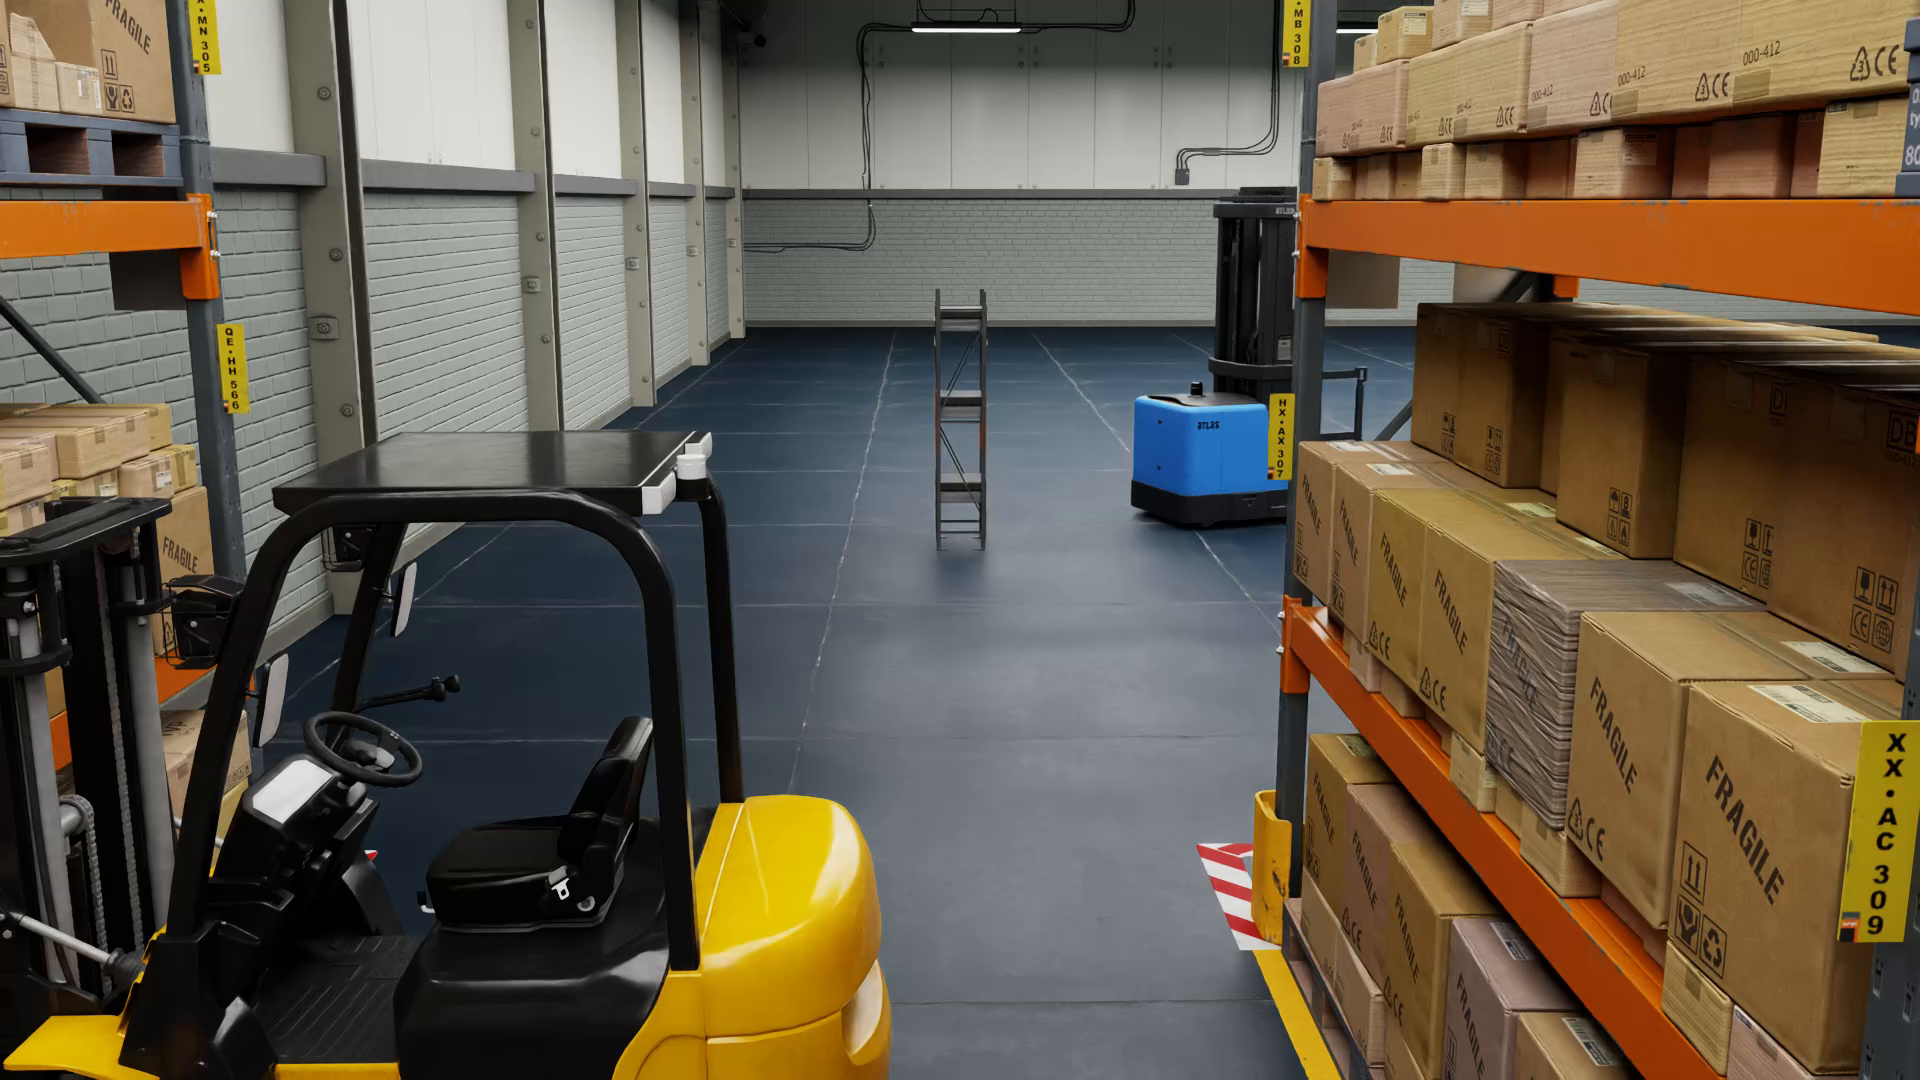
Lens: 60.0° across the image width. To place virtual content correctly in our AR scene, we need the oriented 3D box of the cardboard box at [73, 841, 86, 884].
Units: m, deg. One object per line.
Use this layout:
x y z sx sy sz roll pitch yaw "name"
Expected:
-2.853 0.999 4.935 0.500 0.250 0.500 0 11 0 "cardboard box"

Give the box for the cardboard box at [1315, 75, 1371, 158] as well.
1.496 -1.407 5.535 0.500 0.250 0.500 0 11 -2 "cardboard box"

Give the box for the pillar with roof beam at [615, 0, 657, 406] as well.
-0.165 -6.338 22.669 9.100 9.000 0.400 0 11 -1 "pillar with roof beam"

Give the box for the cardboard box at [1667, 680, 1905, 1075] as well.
1.577 0.547 2.817 0.500 0.500 0.500 -1 11 -3 "cardboard box"

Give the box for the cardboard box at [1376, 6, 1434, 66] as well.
1.450 -1.482 4.901 0.380 0.149 0.250 0 11 -1 "cardboard box"

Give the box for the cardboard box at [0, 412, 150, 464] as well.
-2.957 -0.338 5.550 0.380 0.149 0.250 0 11 -1 "cardboard box"

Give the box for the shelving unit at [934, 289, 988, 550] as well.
0.003 -0.996 13.688 0.431 2.100 0.503 0 11 -1 "shelving unit"

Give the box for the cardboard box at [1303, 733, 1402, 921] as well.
1.493 0.975 5.684 0.500 0.500 0.500 -1 11 -3 "cardboard box"

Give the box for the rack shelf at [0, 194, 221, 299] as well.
-3.170 -0.665 4.055 1.077 0.370 4.000 0 11 -1 "rack shelf"

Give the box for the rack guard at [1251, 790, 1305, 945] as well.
1.753 1.274 6.520 1.175 0.500 0.348 0 11 -1 "rack guard"

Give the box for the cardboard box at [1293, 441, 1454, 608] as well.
1.484 -0.065 5.837 0.500 0.500 0.500 0 11 -2 "cardboard box"

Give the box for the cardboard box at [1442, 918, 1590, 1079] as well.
1.530 1.285 4.156 0.500 0.500 0.500 0 11 2 "cardboard box"

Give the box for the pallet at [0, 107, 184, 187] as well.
-3.222 -1.231 5.259 1.003 0.211 1.213 0 11 -1 "pallet"

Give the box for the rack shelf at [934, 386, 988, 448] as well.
0.003 -0.983 13.691 0.431 0.518 0.480 0 11 -1 "rack shelf"

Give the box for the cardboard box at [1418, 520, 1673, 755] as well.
1.529 0.240 4.332 0.500 0.500 0.500 0 11 -2 "cardboard box"

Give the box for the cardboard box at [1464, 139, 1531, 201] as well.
1.511 -0.936 4.218 0.380 0.149 0.250 -1 11 -3 "cardboard box"

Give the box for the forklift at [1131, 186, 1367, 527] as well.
3.138 -1.712 15.125 3.031 2.935 1.130 -5 12 -21 "forklift"

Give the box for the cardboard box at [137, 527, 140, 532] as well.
-2.937 0.206 5.246 0.500 0.500 0.500 0 11 1 "cardboard box"

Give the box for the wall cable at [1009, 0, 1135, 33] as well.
2.343 -12.503 36.725 3.097 2.526 0.112 0 11 -1 "wall cable"

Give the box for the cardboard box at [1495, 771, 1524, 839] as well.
1.523 0.637 4.007 0.380 0.149 0.250 0 11 -2 "cardboard box"

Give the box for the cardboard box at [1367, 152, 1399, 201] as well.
1.500 -1.141 5.225 0.380 0.149 0.250 0 11 0 "cardboard box"

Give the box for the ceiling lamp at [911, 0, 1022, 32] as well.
0.111 -10.818 30.069 2.000 3.185 0.800 0 11 -1 "ceiling lamp"

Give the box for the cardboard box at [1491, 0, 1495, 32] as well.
1.555 -1.329 4.149 0.380 0.149 0.250 0 11 0 "cardboard box"

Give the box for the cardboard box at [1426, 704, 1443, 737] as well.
1.559 0.483 4.765 0.380 0.149 0.250 0 11 1 "cardboard box"

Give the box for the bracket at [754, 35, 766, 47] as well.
-4.420 -11.025 36.718 0.235 0.232 0.430 0 11 -1 "bracket"

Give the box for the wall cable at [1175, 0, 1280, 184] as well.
6.035 -11.000 37.091 2.305 6.003 0.169 0 11 -1 "wall cable"

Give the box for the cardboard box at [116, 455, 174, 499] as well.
-2.889 -0.193 5.583 0.380 0.149 0.250 0 11 0 "cardboard box"

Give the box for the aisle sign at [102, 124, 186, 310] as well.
-2.919 -1.233 6.053 0.394 0.787 0.004 0 11 -1 "aisle sign"

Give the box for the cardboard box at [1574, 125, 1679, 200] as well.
1.516 -0.784 3.465 0.380 0.149 0.250 0 11 0 "cardboard box"

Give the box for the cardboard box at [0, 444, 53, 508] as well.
-2.877 -0.185 4.796 0.380 0.149 0.250 0 11 0 "cardboard box"

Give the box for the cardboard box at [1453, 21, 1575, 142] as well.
1.523 -1.102 4.033 0.500 0.250 0.500 0 11 0 "cardboard box"

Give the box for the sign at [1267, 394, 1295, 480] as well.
1.209 -0.388 6.249 0.100 0.325 0.005 0 11 -1 "sign"

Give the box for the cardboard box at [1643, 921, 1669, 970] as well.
1.584 0.788 3.262 0.380 0.149 0.250 0 11 -1 "cardboard box"

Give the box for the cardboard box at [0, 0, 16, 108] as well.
-3.037 -1.427 4.447 0.700 0.500 0.500 0 11 -1 "cardboard box"

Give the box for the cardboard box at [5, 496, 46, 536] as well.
-2.898 -0.039 4.824 0.380 0.149 0.250 -1 11 -3 "cardboard box"

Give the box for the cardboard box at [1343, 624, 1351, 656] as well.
1.496 0.329 5.525 0.380 0.149 0.250 -1 11 -3 "cardboard box"

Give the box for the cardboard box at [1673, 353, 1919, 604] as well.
2.070 -0.145 3.717 0.700 0.500 0.500 0 11 -2 "cardboard box"

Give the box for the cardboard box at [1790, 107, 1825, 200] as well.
1.606 -0.630 2.705 0.380 0.149 0.250 0 11 0 "cardboard box"

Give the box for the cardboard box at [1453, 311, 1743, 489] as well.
1.983 -0.449 5.215 0.700 0.500 0.500 0 11 -1 "cardboard box"

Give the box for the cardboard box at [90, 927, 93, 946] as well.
-2.857 1.250 4.956 0.500 0.250 0.500 0 11 -2 "cardboard box"

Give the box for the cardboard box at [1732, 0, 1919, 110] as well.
1.556 -0.800 2.542 0.500 0.250 0.500 0 11 -2 "cardboard box"

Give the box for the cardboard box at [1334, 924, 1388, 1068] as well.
1.495 1.439 5.281 0.500 0.250 0.500 0 11 1 "cardboard box"

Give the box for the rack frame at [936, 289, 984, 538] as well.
-0.002 -1.045 13.927 0.400 2.100 0.015 0 11 -1 "rack frame"

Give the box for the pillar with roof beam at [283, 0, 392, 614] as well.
0.083 -3.953 10.911 9.100 9.000 0.400 0 11 -1 "pillar with roof beam"

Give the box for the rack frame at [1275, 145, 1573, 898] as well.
1.752 0.034 6.346 1.000 3.000 0.127 0 11 -1 "rack frame"

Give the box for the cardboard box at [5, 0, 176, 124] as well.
-2.958 -1.631 5.453 0.500 0.500 0.500 0 11 1 "cardboard box"
